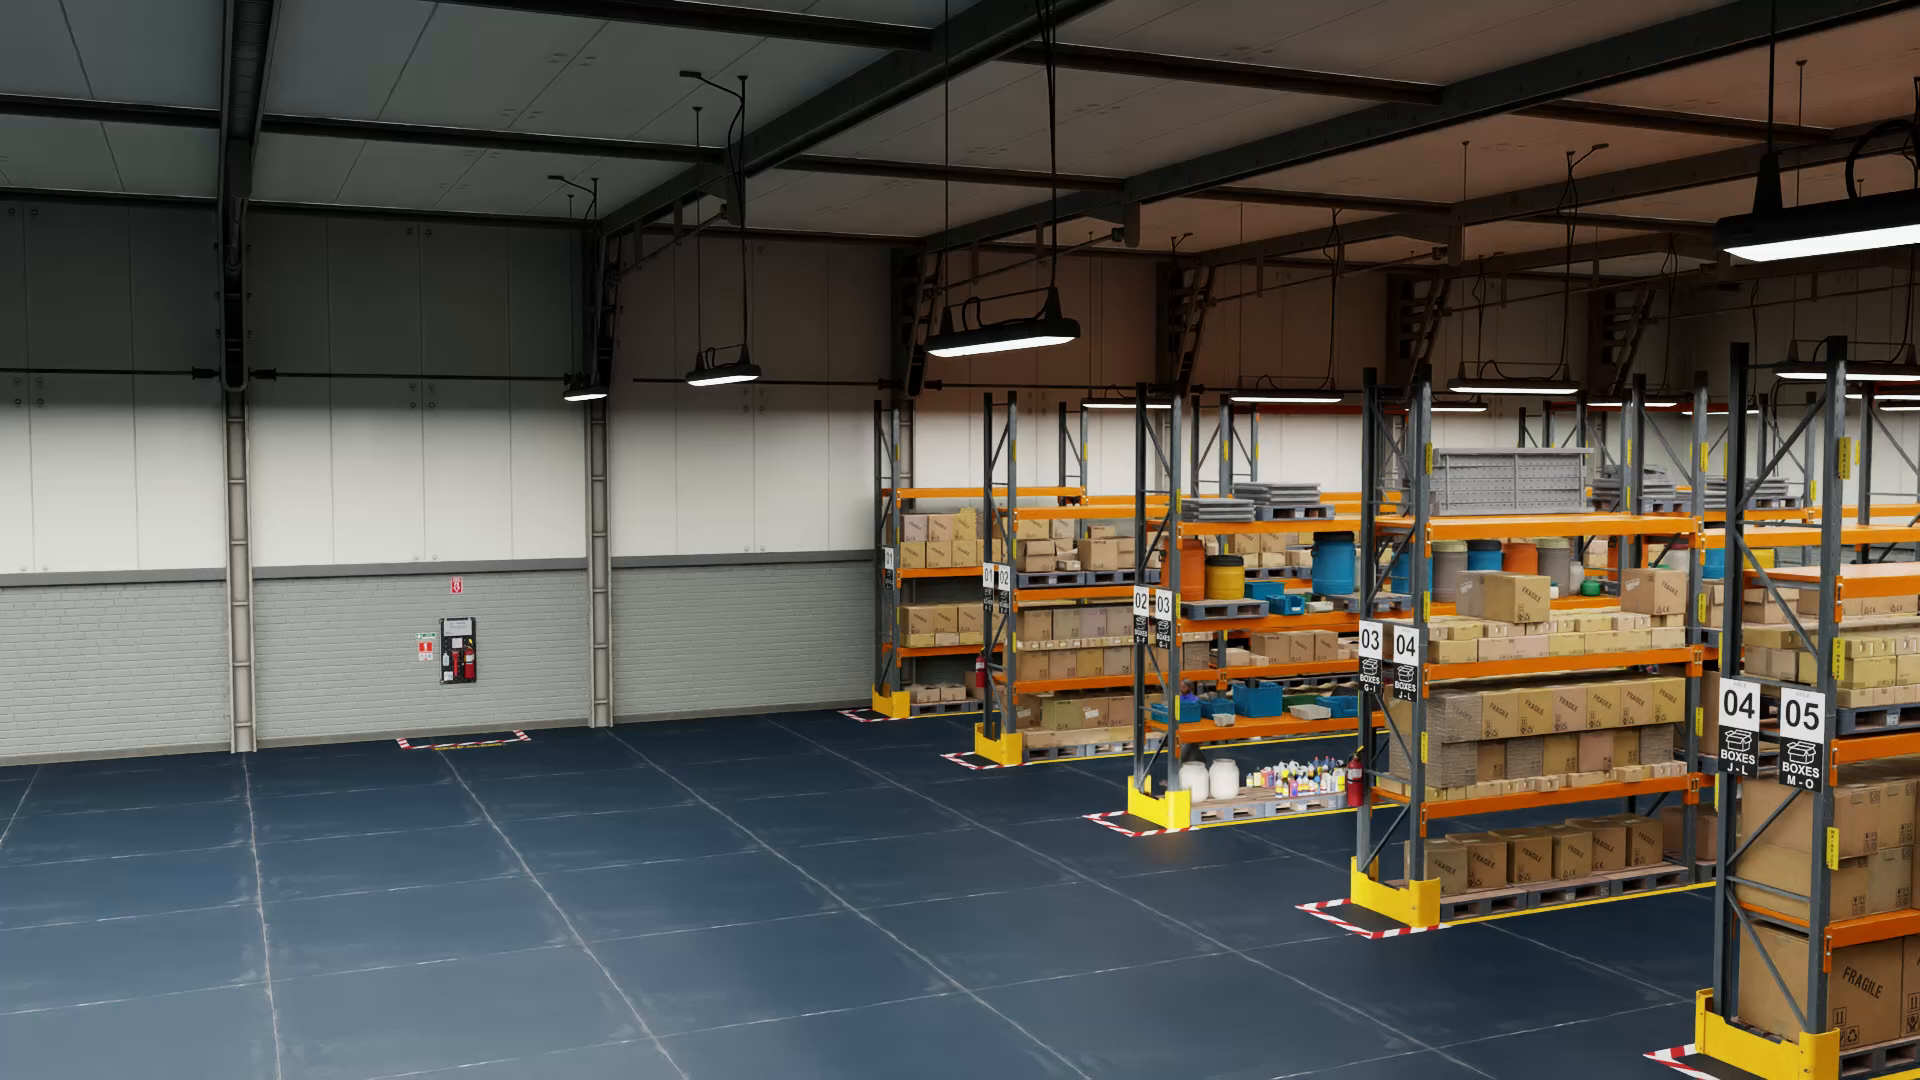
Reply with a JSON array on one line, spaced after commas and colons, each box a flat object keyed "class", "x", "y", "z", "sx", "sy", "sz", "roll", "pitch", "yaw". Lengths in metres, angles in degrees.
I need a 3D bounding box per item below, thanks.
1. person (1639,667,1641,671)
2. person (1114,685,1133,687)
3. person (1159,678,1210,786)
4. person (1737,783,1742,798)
[{"class": "person", "x": 12.070, "y": 2.583, "z": 29.982, "sx": 0.611, "sy": 1.668, "sz": 0.491, "roll": -1, "pitch": 3, "yaw": -12}, {"class": "person", "x": 3.026, "y": 2.488, "z": 30.780, "sx": 1.058, "sy": 1.700, "sz": 0.540, "roll": -2, "pitch": 4, "yaw": -34}, {"class": "person", "x": 3.376, "y": 2.885, "z": 24.996, "sx": 0.993, "sy": 1.600, "sz": 0.464, "roll": -1, "pitch": 3, "yaw": -18}, {"class": "person", "x": 10.524, "y": 3.027, "z": 22.489, "sx": 0.519, "sy": 1.707, "sz": 0.367, "roll": 3, "pitch": 4, "yaw": 38}]
